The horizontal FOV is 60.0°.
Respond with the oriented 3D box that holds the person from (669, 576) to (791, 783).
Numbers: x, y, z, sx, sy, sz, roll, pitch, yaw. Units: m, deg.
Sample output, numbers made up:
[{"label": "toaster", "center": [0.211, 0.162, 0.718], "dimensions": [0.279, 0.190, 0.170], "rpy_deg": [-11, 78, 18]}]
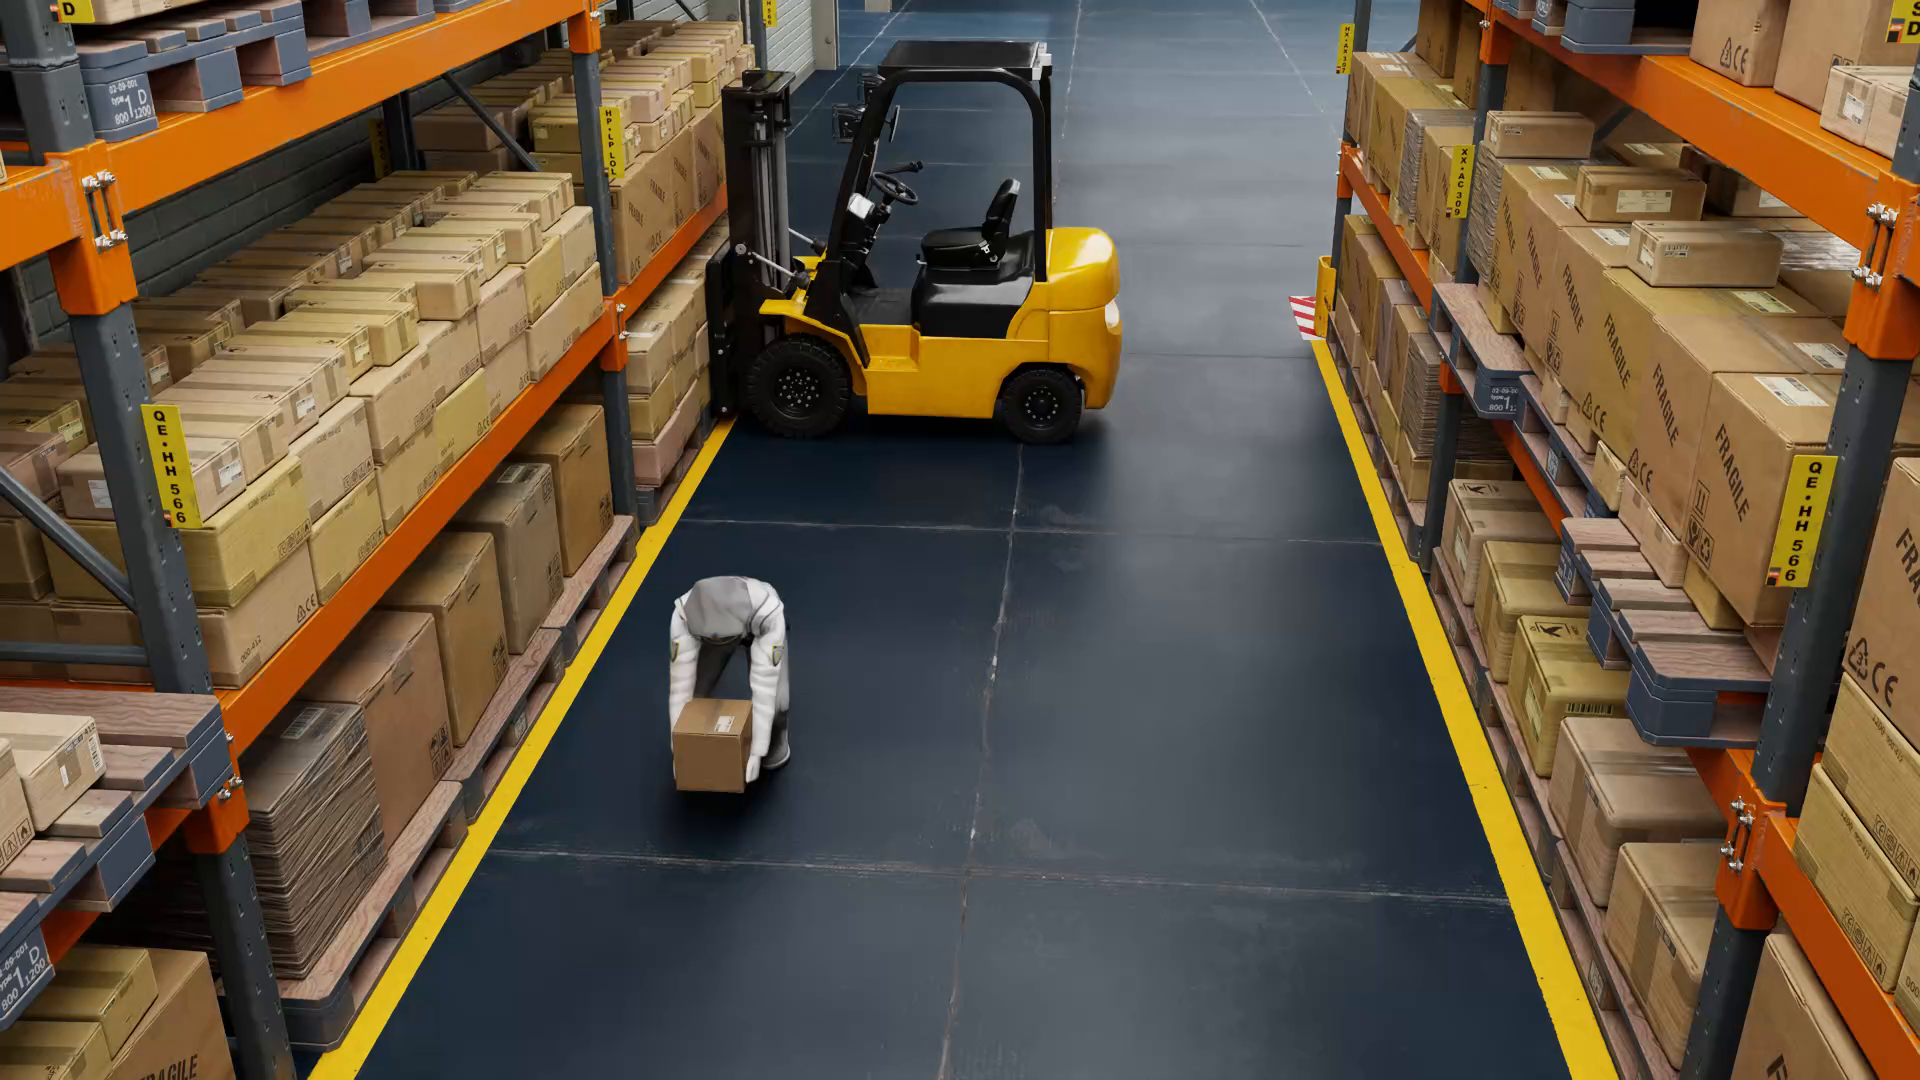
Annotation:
[{"label": "person", "center": [-0.878, 0.477, 6.400], "dimensions": [0.457, 0.980, 0.860], "rpy_deg": [1, 25, 3]}]
